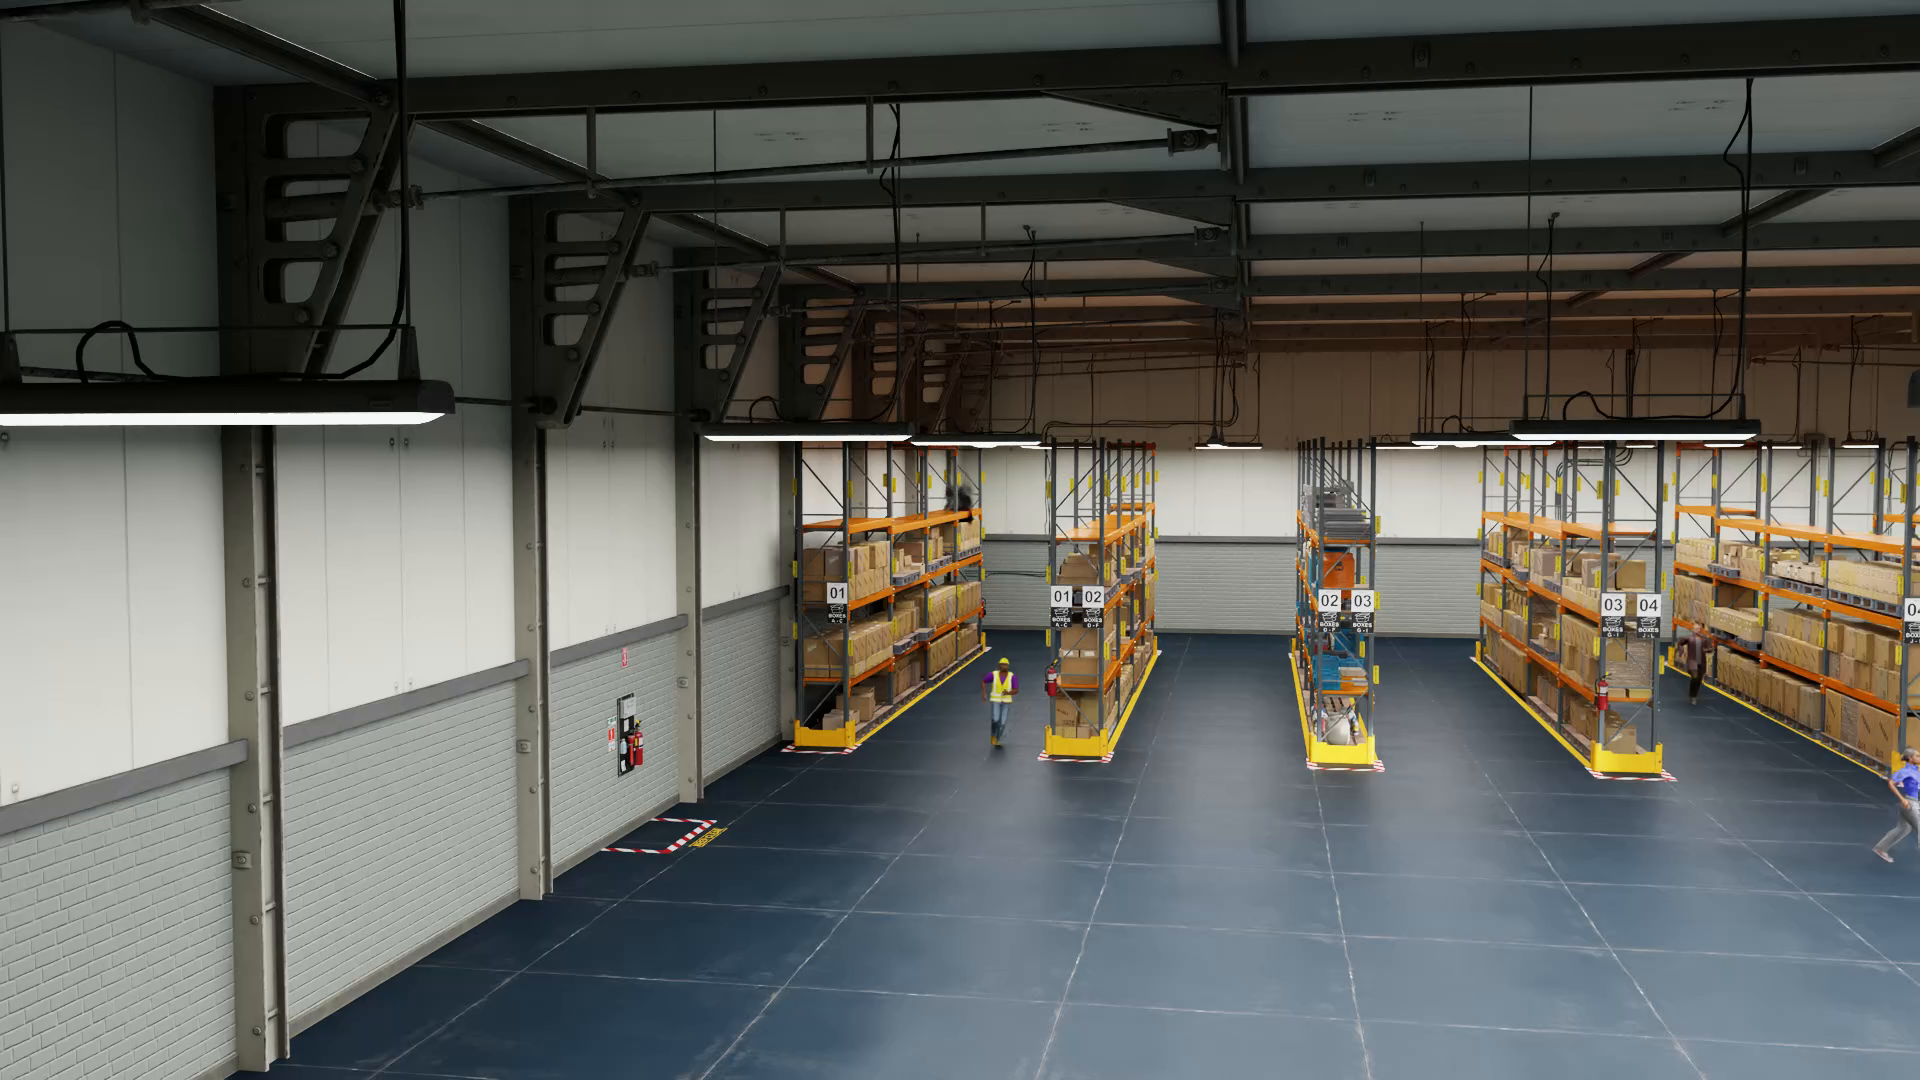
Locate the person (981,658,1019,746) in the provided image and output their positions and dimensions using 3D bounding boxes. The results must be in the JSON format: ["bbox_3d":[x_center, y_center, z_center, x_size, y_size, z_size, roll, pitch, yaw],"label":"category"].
[{"bbox_3d":[0.796,3.146,32.296,0.695,1.719,0.630,0,3,-8],"label":"person"}]

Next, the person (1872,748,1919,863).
[{"bbox_3d":[12.973,3.673,22.722,0.885,1.682,0.562,2,4,34],"label":"person"}]

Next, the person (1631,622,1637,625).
[{"bbox_3d":[17.560,2.571,43.079,0.745,1.765,0.697,1,3,11],"label":"person"}]

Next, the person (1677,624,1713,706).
[{"bbox_3d":[16.754,2.836,37.852,0.669,1.849,0.835,0,3,3],"label":"person"}]
